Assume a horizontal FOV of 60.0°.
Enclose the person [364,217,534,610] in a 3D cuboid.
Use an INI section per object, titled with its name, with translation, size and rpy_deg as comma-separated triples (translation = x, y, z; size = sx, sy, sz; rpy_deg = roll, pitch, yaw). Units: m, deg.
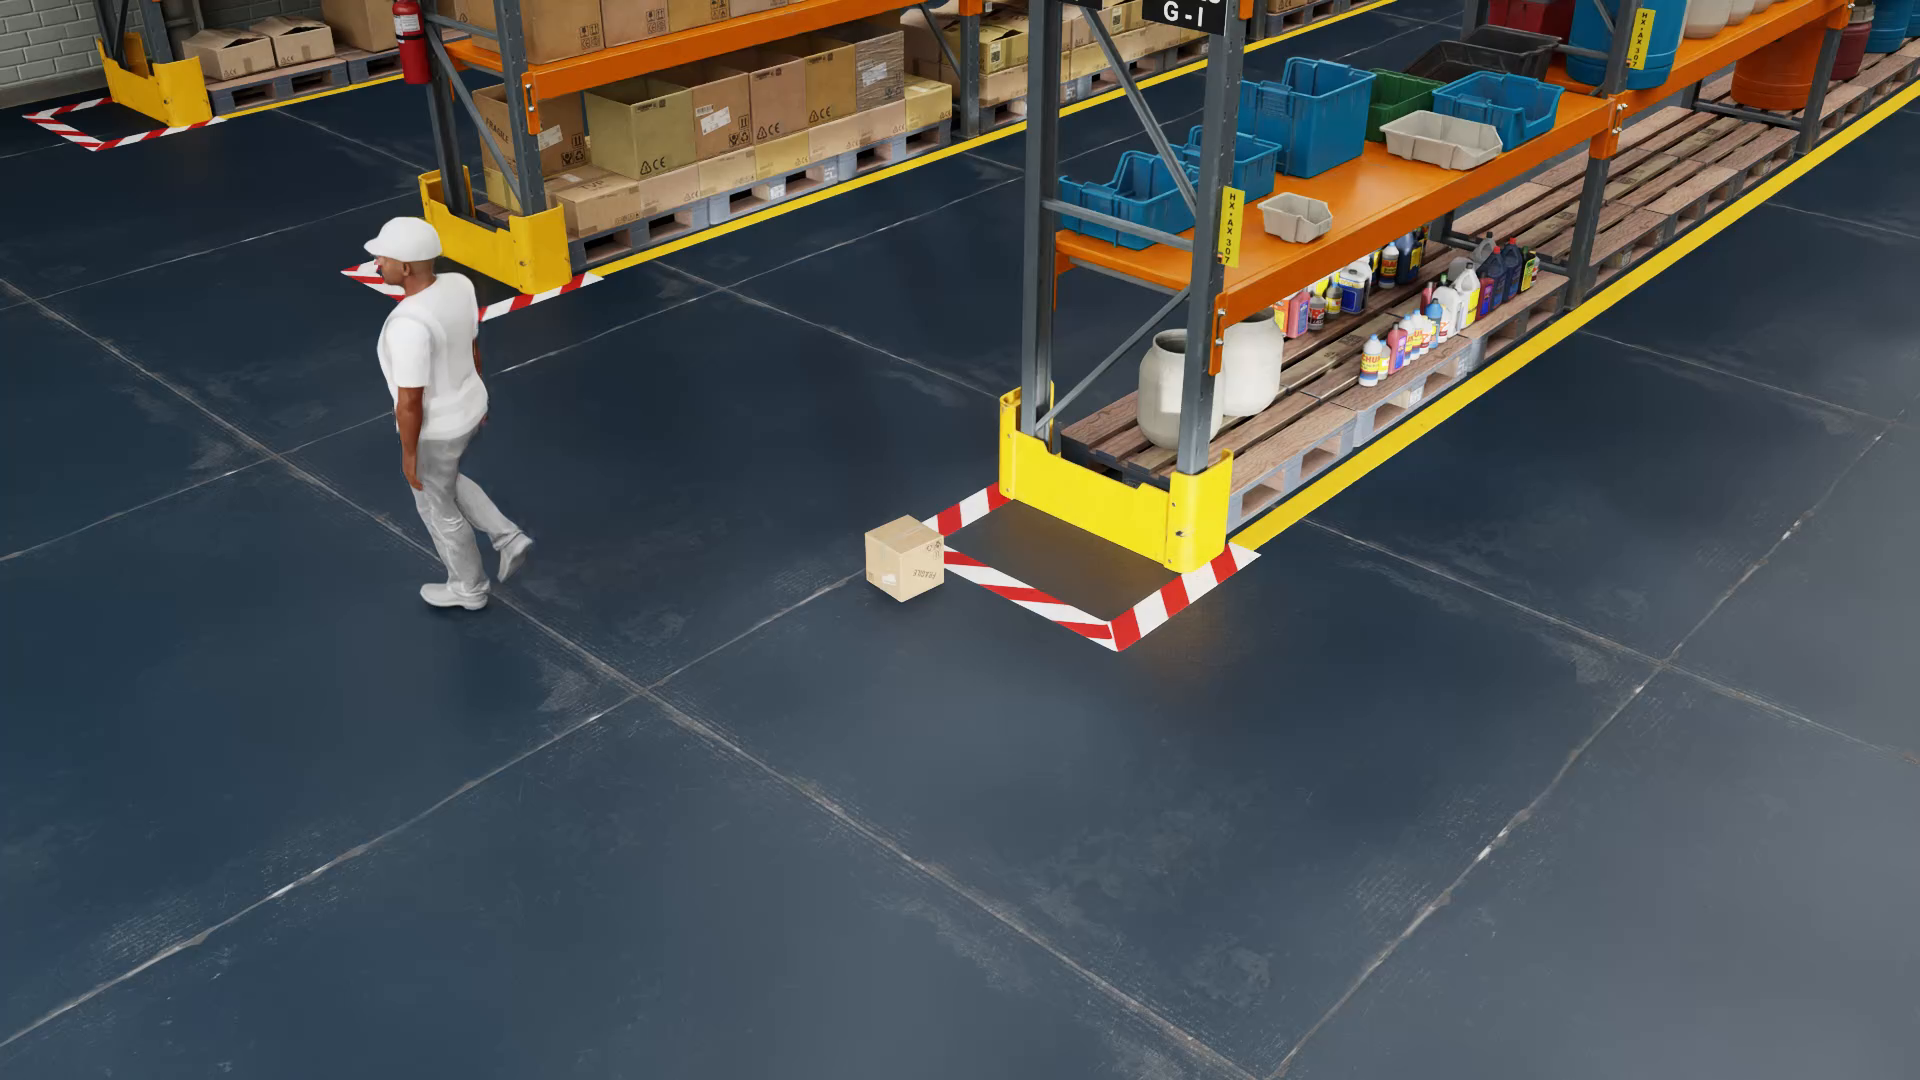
[person]
translation = -2.127, -0.496, 6.878
size = 0.511, 1.759, 0.634
rpy_deg = 5, 31, 7
